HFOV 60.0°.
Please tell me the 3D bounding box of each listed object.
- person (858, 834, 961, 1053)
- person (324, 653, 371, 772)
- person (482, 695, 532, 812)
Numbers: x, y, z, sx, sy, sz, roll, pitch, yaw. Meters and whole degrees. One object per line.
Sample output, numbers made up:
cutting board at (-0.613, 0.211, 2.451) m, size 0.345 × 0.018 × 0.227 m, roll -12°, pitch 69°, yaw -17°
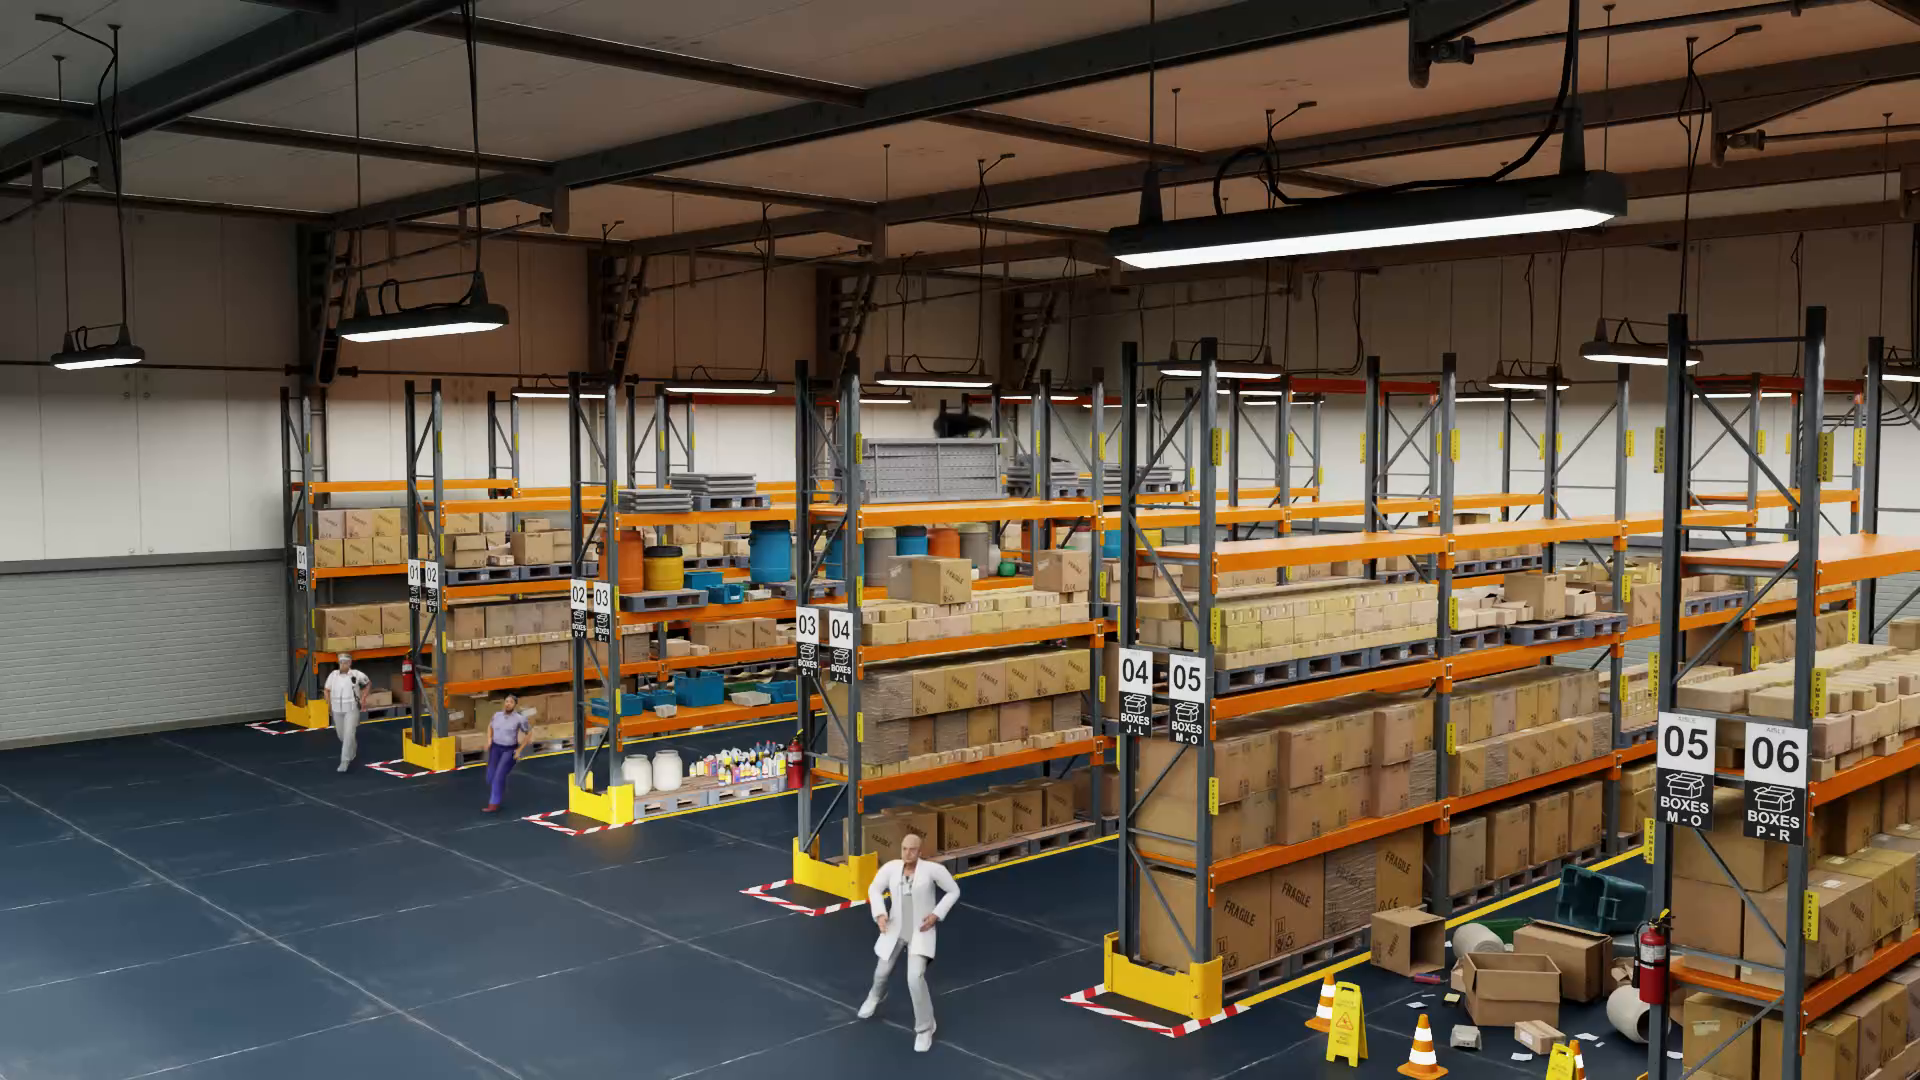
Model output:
person at (-0.469, 3.393, 14.300) m, size 0.937 × 1.778 × 0.832 m, roll 1°, pitch 4°, yaw 14°
person at (-9.507, 2.620, 25.724) m, size 0.651 × 1.779 × 1.000 m, roll 0°, pitch 4°, yaw 0°
person at (-6.232, 2.915, 22.900) m, size 0.653 × 1.578 × 0.629 m, roll 1°, pitch 4°, yaw 10°
